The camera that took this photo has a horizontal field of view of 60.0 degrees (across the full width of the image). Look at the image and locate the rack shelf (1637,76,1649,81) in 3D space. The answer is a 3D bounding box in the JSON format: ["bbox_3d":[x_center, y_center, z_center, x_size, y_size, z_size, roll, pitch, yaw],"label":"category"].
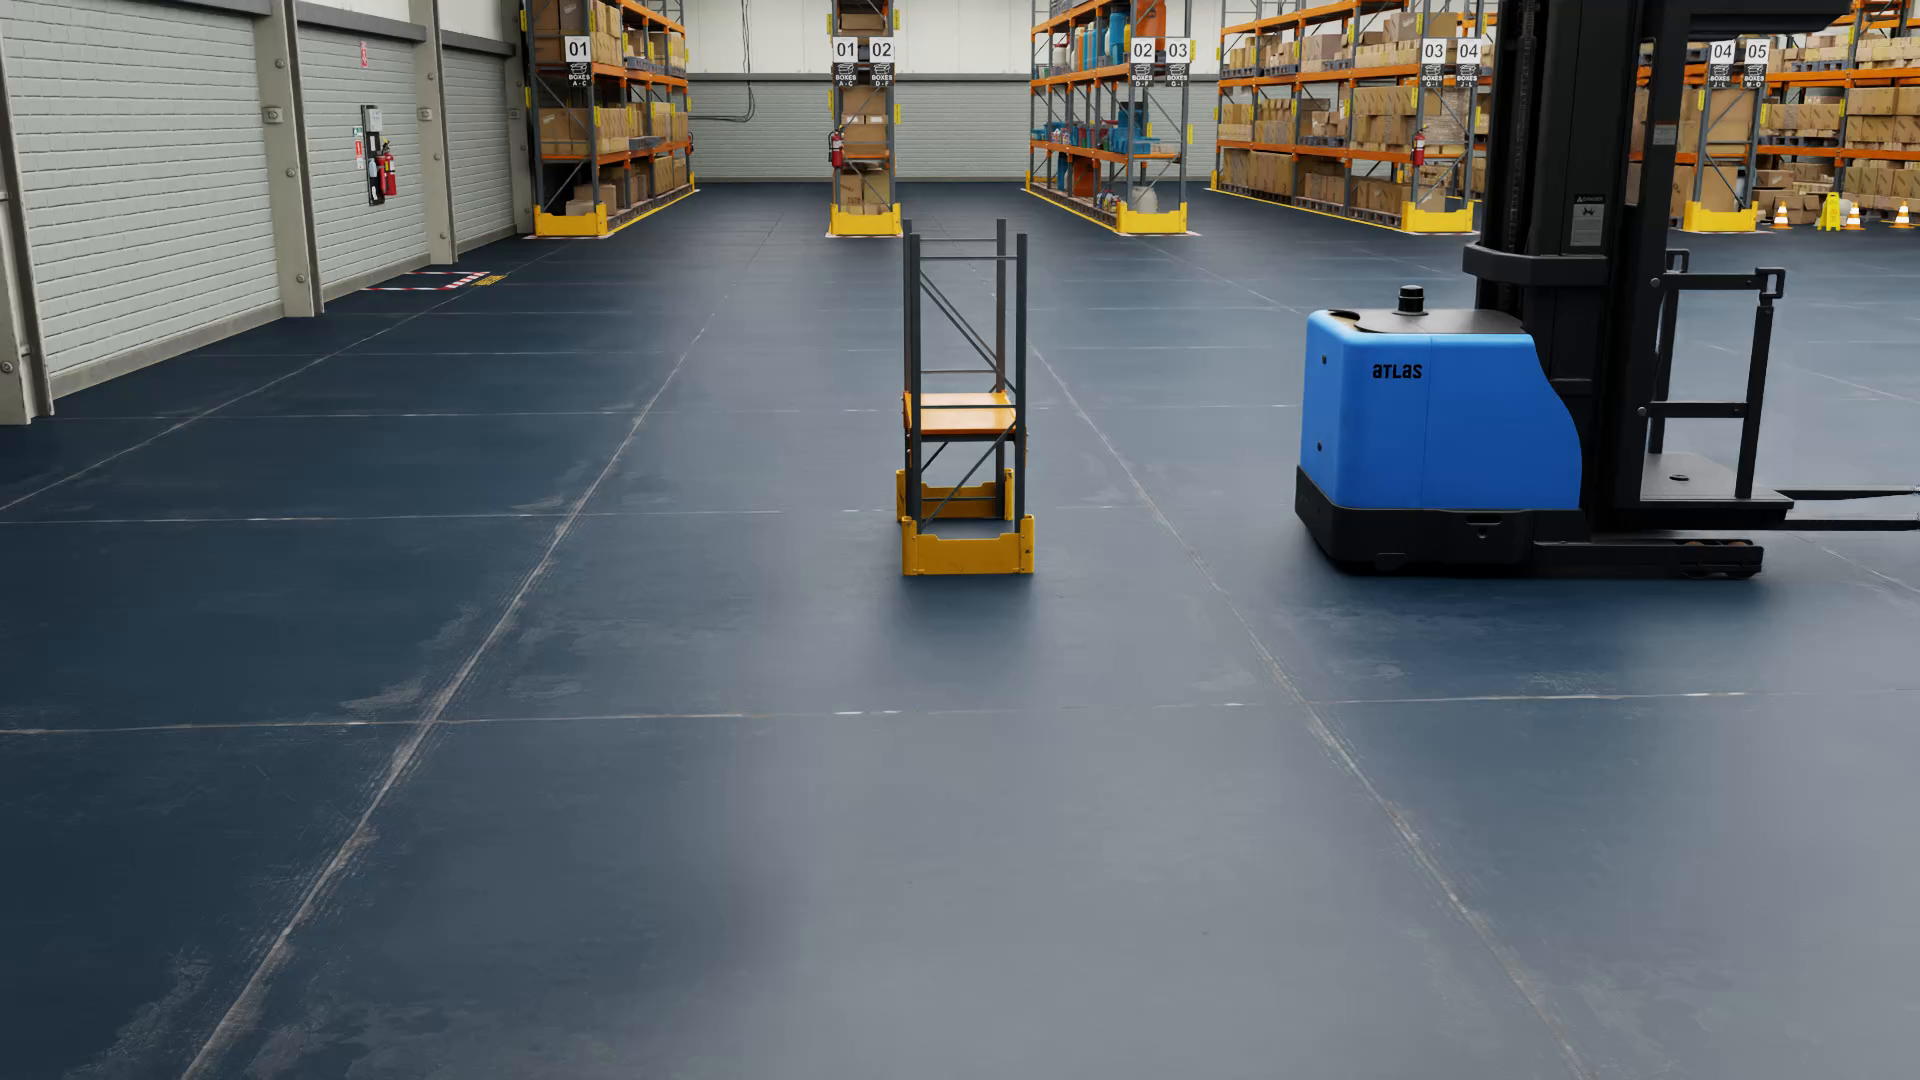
[{"bbox_3d":[12.871,-9.458,34.189,1.077,0.370,4.000,-1,14,-3],"label":"rack shelf"}]

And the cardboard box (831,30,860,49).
[{"bbox_3d":[-1.970,-8.759,29.085,0.500,0.311,0.500,1,14,3],"label":"cardboard box"}]

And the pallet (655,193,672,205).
[{"bbox_3d":[-7.087,-7.720,37.606,1.003,0.211,1.213,-1,14,-3],"label":"pallet"}]

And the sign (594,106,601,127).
[{"bbox_3d":[-6.004,-7.008,27.507,0.100,0.325,0.005,-1,14,-3],"label":"sign"}]

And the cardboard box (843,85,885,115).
[{"bbox_3d":[-1.621,-7.464,28.212,0.700,0.500,0.500,-1,14,-3],"label":"cardboard box"}]

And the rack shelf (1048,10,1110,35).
[{"bbox_3d":[2.723,-11.584,37.235,1.077,0.370,4.000,-1,14,-3],"label":"rack shelf"}]

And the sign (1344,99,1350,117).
[{"bbox_3d":[7.484,-8.356,32.159,0.100,0.325,0.005,-1,14,-3],"label":"sign"}]

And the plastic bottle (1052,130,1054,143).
[{"bbox_3d":[2.204,-9.530,39.281,0.061,0.283,0.133,-1,14,-3],"label":"plastic bottle"}]

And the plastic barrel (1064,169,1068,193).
[{"bbox_3d":[2.605,-8.263,38.271,0.421,0.512,0.421,0,14,0],"label":"plastic barrel"}]

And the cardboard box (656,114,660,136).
[{"bbox_3d":[-6.839,-9.027,36.255,0.500,0.500,0.500,0,14,-2],"label":"cardboard box"}]

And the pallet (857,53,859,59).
[{"bbox_3d":[-1.698,-8.548,29.387,1.003,0.211,1.213,-1,14,-3],"label":"pallet"}]

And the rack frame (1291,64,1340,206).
[{"bbox_3d":[7.790,-8.799,36.207,1.000,3.000,0.127,-1,14,-3],"label":"rack frame"}]

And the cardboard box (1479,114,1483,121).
[{"bbox_3d":[12.166,-9.722,38.259,0.380,0.149,0.250,0,14,-2],"label":"cardboard box"}]

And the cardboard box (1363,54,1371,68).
[{"bbox_3d":[7.848,-8.937,31.024,0.500,0.250,0.500,-1,14,-4],"label":"cardboard box"}]

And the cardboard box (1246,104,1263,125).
[{"bbox_3d":[7.247,-10.339,40.390,0.500,0.500,0.500,0,14,-2],"label":"cardboard box"}]

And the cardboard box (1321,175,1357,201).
[{"bbox_3d":[7.941,-7.357,34.734,0.700,0.500,0.500,0,14,1],"label":"cardboard box"}]

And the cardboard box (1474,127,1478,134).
[{"bbox_3d":[12.151,-9.498,38.582,0.380,0.149,0.250,-1,14,-4],"label":"cardboard box"}]

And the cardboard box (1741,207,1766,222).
[{"bbox_3d":[14.940,-6.133,31.330,0.396,0.266,0.258,2,15,6],"label":"cardboard box"}]

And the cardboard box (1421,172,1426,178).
[{"bbox_3d":[12.111,-9.415,42.879,0.380,0.149,0.250,-2,15,-6],"label":"cardboard box"}]

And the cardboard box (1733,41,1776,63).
[{"bbox_3d":[17.507,-10.750,36.718,0.797,0.503,0.637,-2,15,-7],"label":"cardboard box"}]

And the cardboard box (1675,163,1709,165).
[{"bbox_3d":[13.078,-6.422,30.388,0.875,0.875,0.875,-1,14,-4],"label":"cardboard box"}]

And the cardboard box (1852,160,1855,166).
[{"bbox_3d":[22.144,-9.238,40.785,0.380,0.149,0.250,0,14,-1],"label":"cardboard box"}]

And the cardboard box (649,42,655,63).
[{"bbox_3d":[-7.245,-10.921,37.349,0.700,0.500,0.500,-1,14,-4],"label":"cardboard box"}]

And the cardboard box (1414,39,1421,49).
[{"bbox_3d":[7.957,-8.447,28.319,0.380,0.149,0.250,-1,14,-3],"label":"cardboard box"}]

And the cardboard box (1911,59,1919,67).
[{"bbox_3d":[17.736,-8.760,30.536,0.380,0.149,0.250,-1,14,-4],"label":"cardboard box"}]

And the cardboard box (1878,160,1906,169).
[{"bbox_3d":[17.697,-7.129,31.583,0.380,0.149,0.250,0,14,0],"label":"cardboard box"}]

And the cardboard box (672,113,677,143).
[{"bbox_3d":[-7.306,-9.845,39.669,0.980,0.700,0.700,-1,14,-3],"label":"cardboard box"}]

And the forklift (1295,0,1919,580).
[{"bbox_3d":[3.176,-1.378,7.501,3.031,2.935,1.130,0,14,1],"label":"forklift"}]

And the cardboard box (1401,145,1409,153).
[{"bbox_3d":[7.981,-6.879,29.249,0.380,0.149,0.250,-1,14,-3],"label":"cardboard box"}]

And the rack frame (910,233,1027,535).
[{"bbox_3d":[0.037,-0.579,7.266,0.500,1.500,0.032,-1,14,-3],"label":"rack frame"}]

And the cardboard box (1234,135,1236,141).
[{"bbox_3d":[7.102,-10.126,41.868,0.380,0.149,0.250,-1,14,-3],"label":"cardboard box"}]

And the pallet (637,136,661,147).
[{"bbox_3d":[-6.891,-8.302,34.657,1.213,0.211,1.003,-1,14,-3],"label":"pallet"}]

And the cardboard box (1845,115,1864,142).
[{"bbox_3d":[17.678,-8.036,32.443,0.500,0.500,0.500,-1,14,-4],"label":"cardboard box"}]

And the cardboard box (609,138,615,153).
[{"bbox_3d":[-6.331,-6.900,29.083,0.500,0.250,0.500,-1,14,-4],"label":"cardboard box"}]

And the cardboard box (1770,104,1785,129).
[{"bbox_3d":[17.557,-8.971,35.234,0.500,0.500,0.500,-1,14,-2],"label":"cardboard box"}]

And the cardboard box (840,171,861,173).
[{"bbox_3d":[-2.038,-6.394,30.030,0.500,0.500,0.500,-1,14,-3],"label":"cardboard box"}]

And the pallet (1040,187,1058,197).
[{"bbox_3d":[2.515,-8.550,40.832,1.003,0.211,1.213,-1,14,-3],"label":"pallet"}]

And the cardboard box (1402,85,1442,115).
[{"bbox_3d":[8.005,-7.620,28.817,0.500,0.500,0.500,-1,14,-3],"label":"cardboard box"}]

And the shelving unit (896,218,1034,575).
[{"bbox_3d":[0.005,-0.707,7.766,0.587,1.500,1.083,-1,14,-3],"label":"shelving unit"}]

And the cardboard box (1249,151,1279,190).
[{"bbox_3d":[7.602,-8.810,39.668,1.225,0.875,0.875,-1,14,-3],"label":"cardboard box"}]

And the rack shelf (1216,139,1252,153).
[{"bbox_3d":[7.419,-9.943,42.096,1.077,0.370,4.000,-1,14,-3],"label":"rack shelf"}]

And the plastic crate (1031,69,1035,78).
[{"bbox_3d":[2.097,-12.002,42.896,0.497,0.269,0.590,-1,14,-3],"label":"plastic crate"}]

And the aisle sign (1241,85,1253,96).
[{"bbox_3d":[7.590,-12.071,43.703,0.394,0.787,0.004,-1,14,-3],"label":"aisle sign"}]

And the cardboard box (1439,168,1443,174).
[{"bbox_3d":[12.139,-9.166,41.315,0.380,0.149,0.250,-1,14,-4],"label":"cardboard box"}]

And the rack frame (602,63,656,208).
[{"bbox_3d":[-7.041,-8.570,35.315,1.000,3.000,0.127,-1,14,-3],"label":"rack frame"}]

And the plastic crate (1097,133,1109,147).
[{"bbox_3d":[3.000,-7.566,31.537,0.767,0.338,0.504,-1,14,-3],"label":"plastic crate"}]

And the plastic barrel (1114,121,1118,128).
[{"bbox_3d":[3.254,-8.035,32.964,0.433,0.535,0.433,0,14,0],"label":"plastic barrel"}]

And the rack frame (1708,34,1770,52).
[{"bbox_3d":[13.243,-9.767,27.926,1.000,3.000,0.127,-1,14,-3],"label":"rack frame"}]

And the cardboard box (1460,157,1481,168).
[{"bbox_3d":[12.281,-9.014,39.709,0.500,0.250,0.500,-2,15,-6],"label":"cardboard box"}]

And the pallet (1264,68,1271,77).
[{"bbox_3d":[7.649,-10.927,38.840,0.805,0.209,1.217,-1,15,-6],"label":"pallet"}]

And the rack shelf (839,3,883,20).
[{"bbox_3d":[-1.973,-10.513,33.075,1.077,0.370,4.000,-1,14,-3],"label":"rack shelf"}]

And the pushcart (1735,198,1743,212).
[{"bbox_3d":[15.657,-6.640,33.077,1.648,0.377,0.936,-6,16,-23],"label":"pushcart"}]
